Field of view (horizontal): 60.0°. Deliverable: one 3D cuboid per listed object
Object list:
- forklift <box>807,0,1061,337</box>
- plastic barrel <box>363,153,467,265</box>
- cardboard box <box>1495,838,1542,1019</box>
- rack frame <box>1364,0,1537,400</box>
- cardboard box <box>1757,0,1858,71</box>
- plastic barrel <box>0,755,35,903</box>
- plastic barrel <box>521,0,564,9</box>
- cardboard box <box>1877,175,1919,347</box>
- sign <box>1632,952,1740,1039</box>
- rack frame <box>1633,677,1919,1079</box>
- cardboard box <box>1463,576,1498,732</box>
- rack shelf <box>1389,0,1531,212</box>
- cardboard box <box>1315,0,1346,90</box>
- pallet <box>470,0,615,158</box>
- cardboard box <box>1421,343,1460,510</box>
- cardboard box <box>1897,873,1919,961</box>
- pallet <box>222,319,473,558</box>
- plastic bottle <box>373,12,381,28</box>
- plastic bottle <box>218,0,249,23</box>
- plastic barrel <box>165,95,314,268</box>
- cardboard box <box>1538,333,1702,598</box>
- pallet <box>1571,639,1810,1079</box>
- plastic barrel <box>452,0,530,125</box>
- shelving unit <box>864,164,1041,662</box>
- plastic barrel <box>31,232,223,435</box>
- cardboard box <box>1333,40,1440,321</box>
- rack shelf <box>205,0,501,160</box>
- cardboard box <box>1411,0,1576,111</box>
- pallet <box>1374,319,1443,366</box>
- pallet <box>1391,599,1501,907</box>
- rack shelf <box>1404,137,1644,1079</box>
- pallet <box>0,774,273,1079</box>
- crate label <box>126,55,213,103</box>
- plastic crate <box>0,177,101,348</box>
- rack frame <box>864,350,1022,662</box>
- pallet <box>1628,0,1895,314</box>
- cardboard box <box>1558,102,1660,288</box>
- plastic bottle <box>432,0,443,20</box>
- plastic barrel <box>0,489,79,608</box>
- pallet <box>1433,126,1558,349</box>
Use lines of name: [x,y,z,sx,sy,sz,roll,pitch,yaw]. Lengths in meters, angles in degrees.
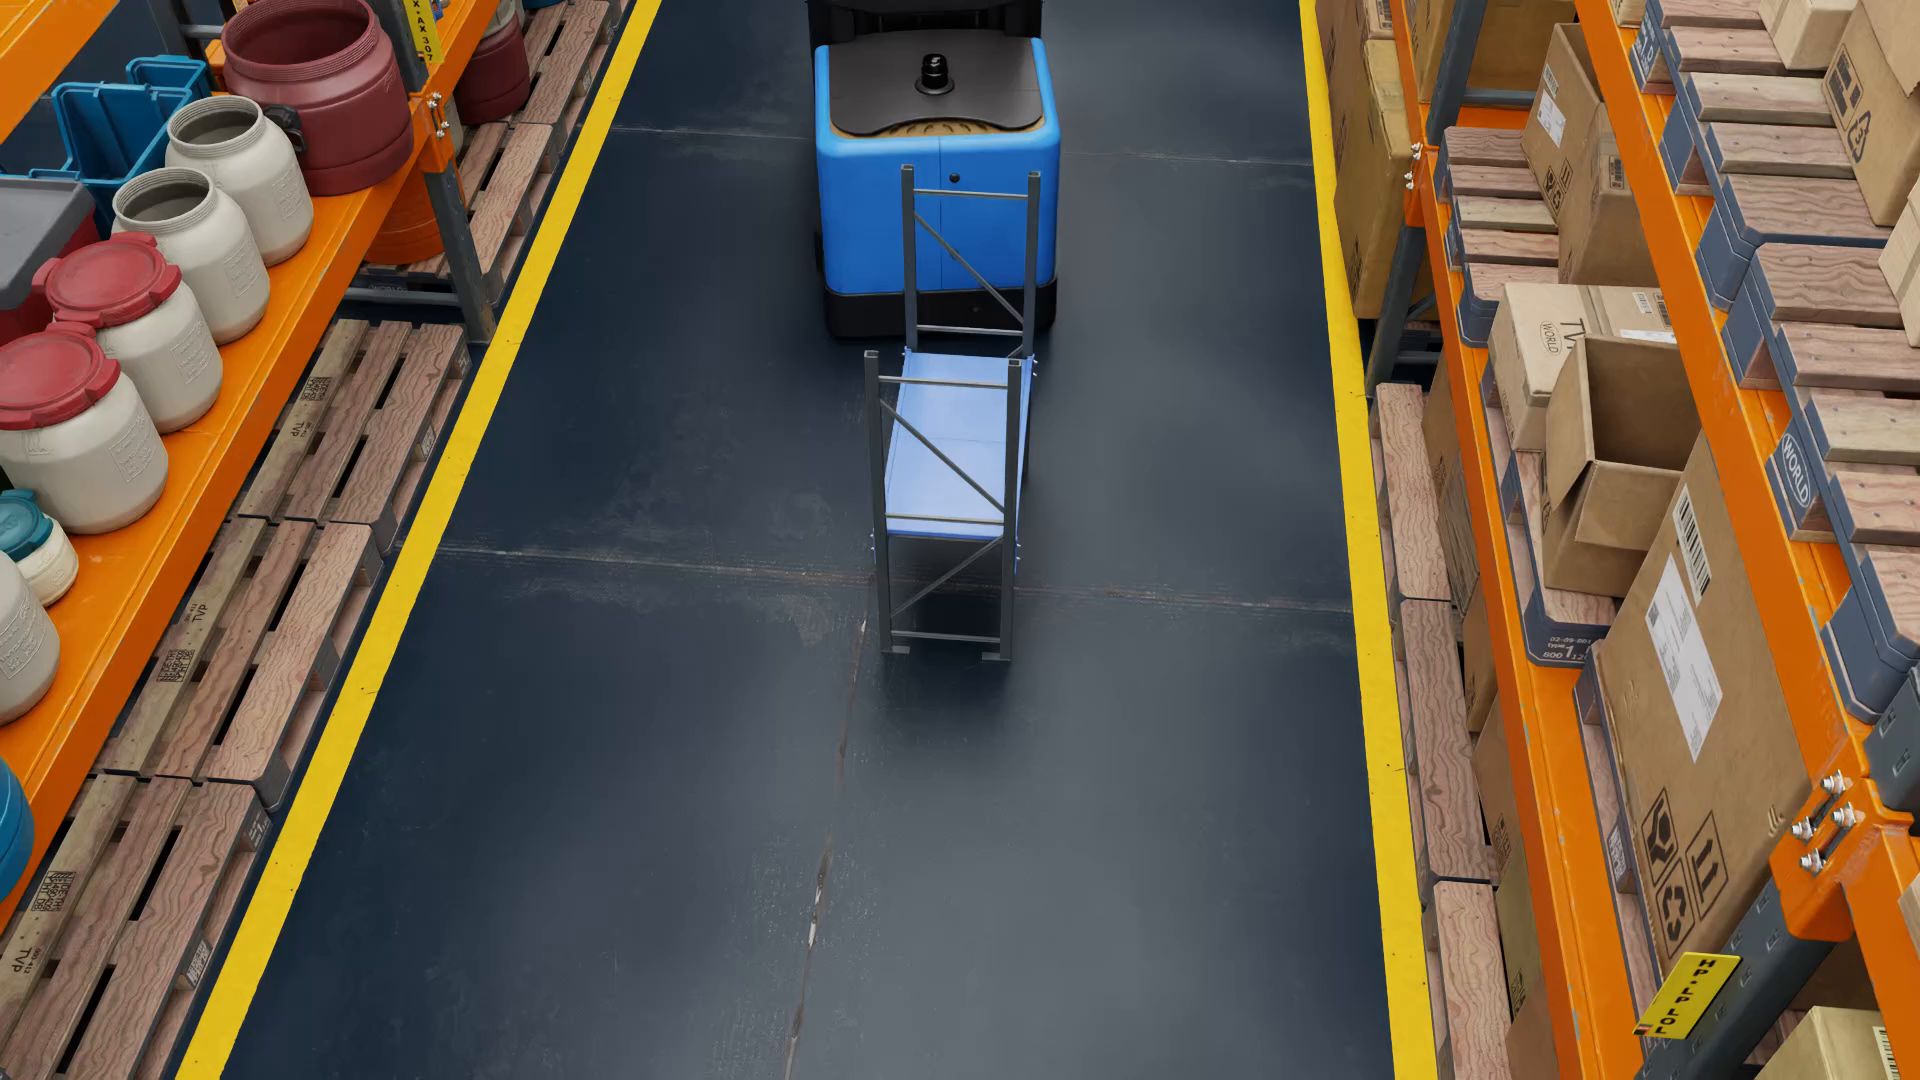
forklift: [-0.180,-2.991,7.526,1.130,2.935,3.031,-3,48,-3]
plastic barrel: [-2.610,-1.747,7.527,0.600,0.830,0.708,4,48,4]
cardboard box: [2.070,1.191,5.049,0.700,0.500,0.500,4,48,3]
rack frame: [2.295,-1.644,6.247,1.000,3.000,0.127,4,48,4]
cardboard box: [2.002,-1.165,3.649,0.380,0.166,0.250,3,48,2]
plastic barrel: [-2.665,0.529,3.919,0.600,0.901,0.708,4,48,4]
plastic barrel: [-2.404,-3.431,9.019,0.600,0.901,0.708,4,48,4]
cardboard box: [1.917,-0.511,2.984,0.396,0.266,0.258,5,48,5]
sign: [1.378,0.870,3.163,0.100,0.325,0.005,4,48,4]
rack frame: [1.931,1.295,3.559,1.000,3.000,0.127,4,48,4]
cardboard box: [2.171,0.370,5.800,0.700,0.500,0.500,7,48,7]
rack shelf: [2.477,-2.871,7.857,1.077,0.370,4.000,4,48,4]
cardboard box: [2.541,-2.880,8.532,1.225,0.875,0.875,2,48,2]
pallet: [-2.493,-2.512,8.931,1.003,0.211,1.213,4,48,4]
cardboard box: [2.254,-0.455,6.556,0.700,0.500,0.500,2,48,1]
cardboard box: [1.635,0.647,2.220,0.500,0.250,0.500,2,48,2]
pallet: [-2.746,-0.470,7.062,1.003,0.211,1.213,4,48,4]
plastic bottle: [-2.427,-2.242,6.878,0.152,0.276,0.135,4,48,4]
plastic bottle: [-3.025,-2.264,6.893,0.061,0.283,0.133,4,48,4]
plastic barrel: [-2.518,-1.245,5.806,0.421,0.512,0.421,0,48,0]
cardboard box: [1.997,-0.162,4.536,0.797,0.503,0.637,8,48,8]
pallet: [2.145,0.808,4.134,1.003,0.211,1.213,4,48,4]
plastic barrel: [-2.507,-2.496,8.375,0.600,0.588,0.708,4,48,4]
shelving unit: [-0.008,-0.443,6.165,0.538,1.500,1.048,4,48,4]
plastic barrel: [-2.590,-0.629,5.227,0.433,0.535,0.433,0,48,0]
cardboard box: [2.379,-1.575,7.339,1.225,0.875,0.875,2,48,2]
rack shelf: [-2.455,-3.204,8.161,1.077,0.370,4.000,4,48,4]
cardboard box: [2.093,-2.057,6.557,0.500,0.500,0.500,5,48,5]
pallet: [2.442,-1.277,7.801,1.003,0.211,1.213,4,48,4]
pallet: [2.109,0.765,5.933,1.003,0.211,1.213,4,48,4]
rack shelf: [2.113,0.068,5.168,1.077,0.370,4.000,4,48,4]
pallet: [-2.969,1.323,5.422,1.003,0.211,1.213,4,48,4]
crate label: [-3.049,-1.636,6.353,0.303,0.233,0.416,4,48,4]
plastic crate: [-3.089,-0.832,5.461,0.402,0.464,0.583,4,48,4]
rack frame: [-0.054,-0.070,5.824,0.500,1.500,0.032,4,48,4]
pallet: [2.184,-0.863,3.627,1.213,0.211,1.003,4,48,4]
cardboard box: [2.335,-1.003,5.308,0.700,0.500,0.500,10,48,9]
plastic bottle: [-2.238,-2.314,6.946,0.097,0.271,0.097,0,48,0]
plastic barrel: [-2.728,0.046,4.794,0.301,0.262,0.301,0,48,0]
pallet: [2.336,-1.049,5.832,1.213,0.211,1.003,4,48,4]
